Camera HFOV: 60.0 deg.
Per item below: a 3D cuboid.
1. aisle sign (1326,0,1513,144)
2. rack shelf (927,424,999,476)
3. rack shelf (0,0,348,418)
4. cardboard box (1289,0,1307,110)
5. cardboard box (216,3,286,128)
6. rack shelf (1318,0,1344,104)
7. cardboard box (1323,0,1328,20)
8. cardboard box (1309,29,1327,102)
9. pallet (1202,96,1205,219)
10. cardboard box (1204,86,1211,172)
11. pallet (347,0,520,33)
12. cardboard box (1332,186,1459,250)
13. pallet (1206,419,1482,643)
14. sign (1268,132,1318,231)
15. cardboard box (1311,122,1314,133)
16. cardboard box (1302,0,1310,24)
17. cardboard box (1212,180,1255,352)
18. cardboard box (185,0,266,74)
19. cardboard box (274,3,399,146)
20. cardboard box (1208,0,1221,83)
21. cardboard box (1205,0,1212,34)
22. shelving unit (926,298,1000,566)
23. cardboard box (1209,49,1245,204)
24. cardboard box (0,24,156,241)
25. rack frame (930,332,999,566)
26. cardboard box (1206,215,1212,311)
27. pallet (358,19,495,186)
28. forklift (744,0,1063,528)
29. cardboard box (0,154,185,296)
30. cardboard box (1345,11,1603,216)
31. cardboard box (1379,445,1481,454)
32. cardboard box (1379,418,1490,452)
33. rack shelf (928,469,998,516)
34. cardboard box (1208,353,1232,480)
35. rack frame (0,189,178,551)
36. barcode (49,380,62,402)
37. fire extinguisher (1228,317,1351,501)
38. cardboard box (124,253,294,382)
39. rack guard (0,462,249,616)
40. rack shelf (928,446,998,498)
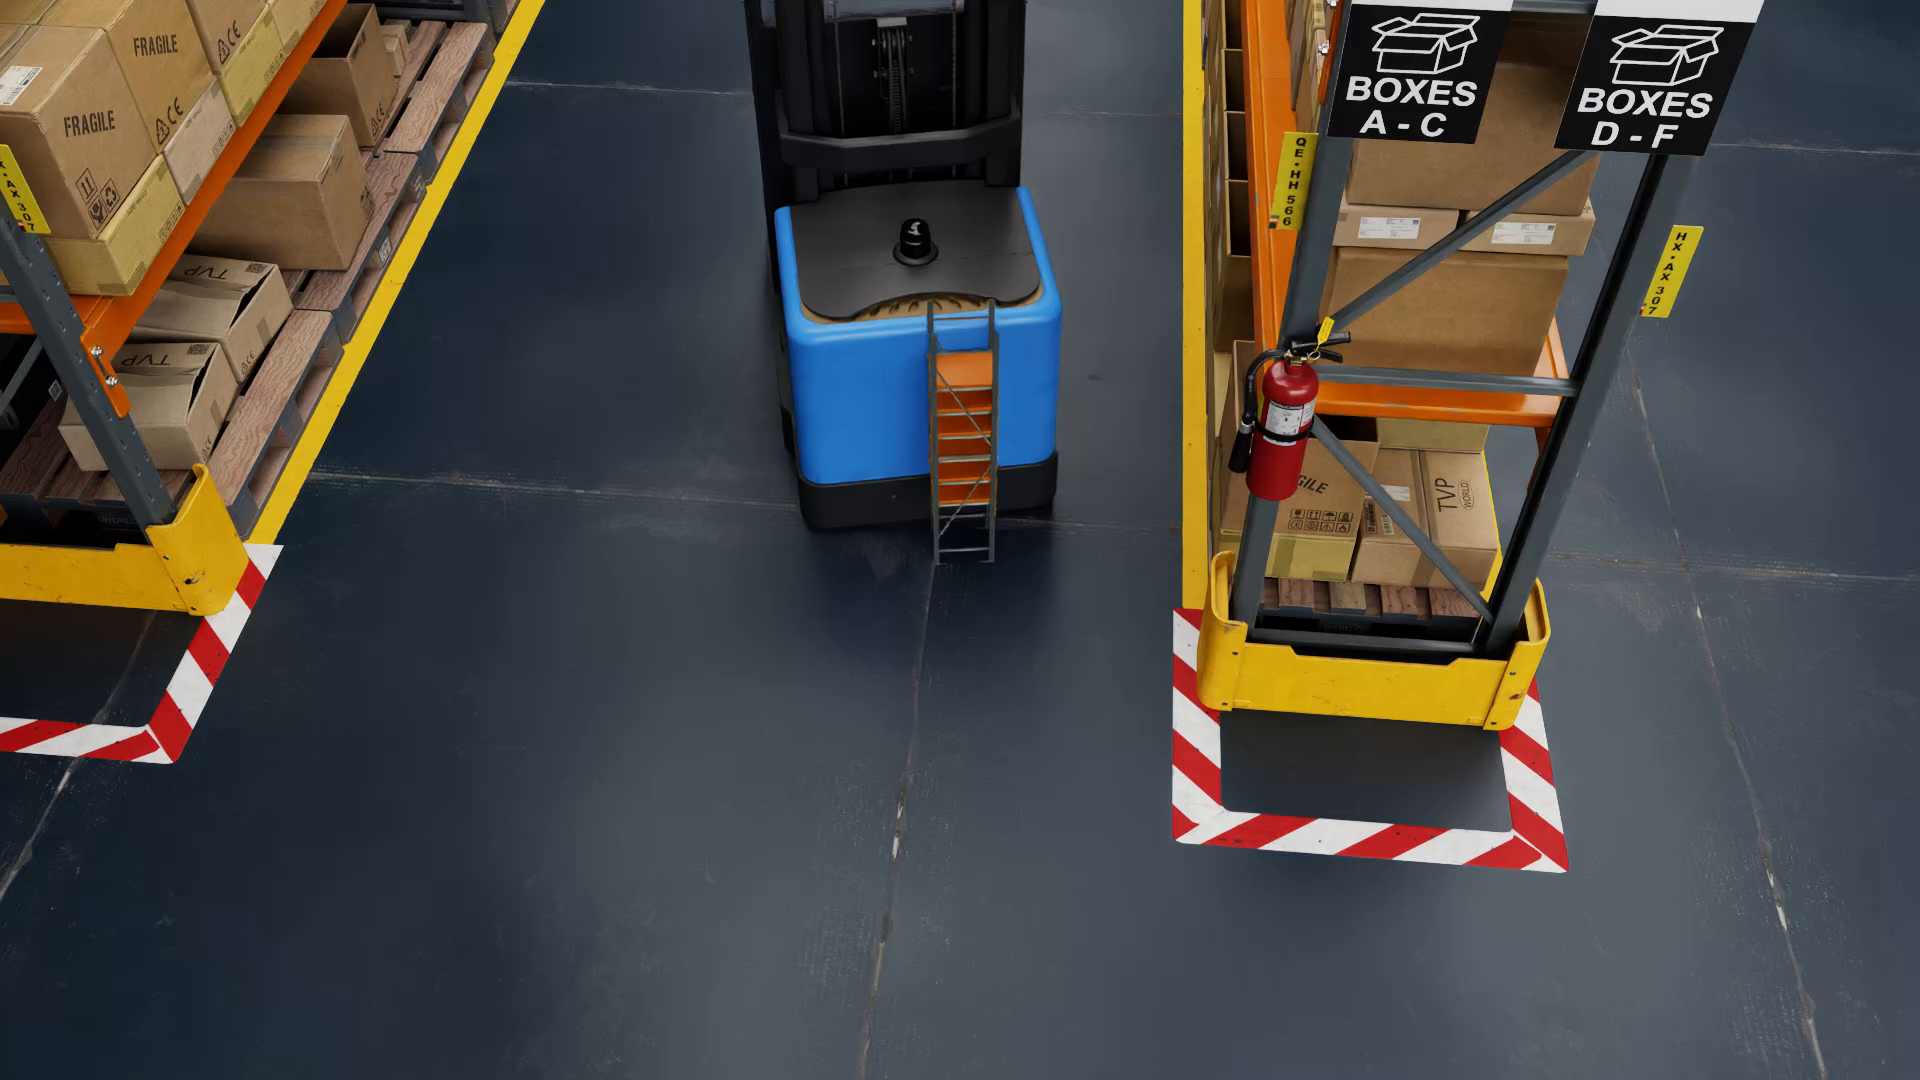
[{"bbox_3d":[1.184,-1.341,4.182,0.394,0.787,0.004,4,48,4],"label":"aisle sign"},{"bbox_3d":[0.010,-0.348,6.316,0.258,0.103,0.180,-3,48,-3],"label":"rack shelf"},{"bbox_3d":[-3.269,-2.050,7.079,1.077,0.370,4.000,4,48,4],"label":"rack shelf"},{"bbox_3d":[1.676,-2.006,6.484,0.700,0.500,0.500,5,48,5],"label":"cardboard box"},{"bbox_3d":[-3.005,-1.873,6.518,0.500,0.250,0.500,3,48,3],"label":"cardboard box"},{"bbox_3d":[1.665,-2.732,5.670,1.077,0.370,4.000,4,48,4],"label":"rack shelf"},{"bbox_3d":[1.630,-2.102,5.693,0.700,0.500,0.500,4,48,4],"label":"cardboard box"},{"bbox_3d":[1.398,-1.604,5.677,0.380,0.149,0.250,4,48,4],"label":"cardboard box"},{"bbox_3d":[1.733,-1.909,8.353,1.003,0.211,1.213,4,48,4],"label":"pallet"},{"bbox_3d":[1.452,-1.958,8.087,0.500,0.250,0.500,4,48,4],"label":"cardboard box"},{"bbox_3d":[-3.017,-3.393,9.710,1.003,0.211,1.213,4,48,4],"label":"pallet"},{"bbox_3d":[1.327,-1.039,5.160,0.380,0.149,0.250,3,48,3],"label":"cardboard box"},{"bbox_3d":[1.510,-0.116,6.713,1.003,0.211,1.213,4,48,4],"label":"pallet"},{"bbox_3d":[0.943,-1.010,4.696,0.100,0.325,0.005,4,48,4],"label":"sign"},{"bbox_3d":[1.581,-1.254,5.797,0.700,0.500,0.500,5,48,5],"label":"cardboard box"},{"bbox_3d":[1.444,-1.990,6.030,0.380,0.149,0.250,5,48,5],"label":"cardboard box"},{"bbox_3d":[1.311,-1.109,6.802,0.500,0.500,0.500,4,48,4],"label":"cardboard box"},{"bbox_3d":[-3.000,-2.104,6.222,0.500,0.500,0.500,2,48,2],"label":"cardboard box"},{"bbox_3d":[-3.141,-2.302,8.218,0.500,0.500,0.500,1,48,1],"label":"cardboard box"},{"bbox_3d":[1.493,-2.579,8.146,0.500,0.500,0.500,4,48,4],"label":"cardboard box"},{"bbox_3d":[1.596,-2.970,9.012,0.500,0.250,0.500,3,48,3],"label":"cardboard box"},{"bbox_3d":[0.010,-0.378,6.283,0.258,1.200,0.189,-3,48,-3],"label":"shelving unit"},{"bbox_3d":[1.402,-1.844,7.474,0.500,0.500,0.500,4,48,4],"label":"cardboard box"},{"bbox_3d":[-3.108,-1.363,5.543,0.500,0.500,0.500,4,48,4],"label":"cardboard box"},{"bbox_3d":[0.017,-0.311,6.221,0.240,1.200,0.006,-3,48,-3],"label":"rack frame"},{"bbox_3d":[1.362,-1.223,7.415,0.500,0.250,0.500,4,48,4],"label":"cardboard box"},{"bbox_3d":[-3.112,-2.325,8.733,1.003,0.211,1.213,4,48,4],"label":"pallet"},{"bbox_3d":[-0.323,-2.138,6.719,1.130,2.935,3.031,-6,48,-5],"label":"forklift"},{"bbox_3d":[-3.090,-1.116,5.826,0.500,0.250,0.500,3,48,2],"label":"cardboard box"},{"bbox_3d":[1.542,-1.345,5.000,0.700,0.500,0.500,4,48,4],"label":"cardboard box"},{"bbox_3d":[1.795,-0.453,6.710,0.500,0.250,0.500,4,48,4],"label":"cardboard box"},{"bbox_3d":[1.796,-0.706,6.433,0.500,0.500,0.500,4,48,4],"label":"cardboard box"},{"bbox_3d":[0.010,-0.186,6.493,0.258,0.103,0.180,-3,48,-3],"label":"rack shelf"},{"bbox_3d":[1.271,-0.488,6.743,0.500,0.250,0.500,4,48,4],"label":"cardboard box"},{"bbox_3d":[-3.451,-0.823,5.470,1.000,3.000,0.127,4,48,4],"label":"rack frame"},{"bbox_3d":[-3.695,-0.609,6.792,0.001,0.075,0.075,4,48,4],"label":"barcode"},{"bbox_3d":[1.009,-0.411,5.145,0.296,0.674,0.183,4,48,4],"label":"fire extinguisher"},{"bbox_3d":[-3.246,-0.985,7.142,0.500,0.311,0.500,7,48,7],"label":"cardboard box"},{"bbox_3d":[-3.444,-0.035,6.443,1.175,0.500,0.348,4,48,4],"label":"rack guard"},{"bbox_3d":[0.010,-0.267,6.404,0.258,0.103,0.180,-3,48,-3],"label":"rack shelf"}]
